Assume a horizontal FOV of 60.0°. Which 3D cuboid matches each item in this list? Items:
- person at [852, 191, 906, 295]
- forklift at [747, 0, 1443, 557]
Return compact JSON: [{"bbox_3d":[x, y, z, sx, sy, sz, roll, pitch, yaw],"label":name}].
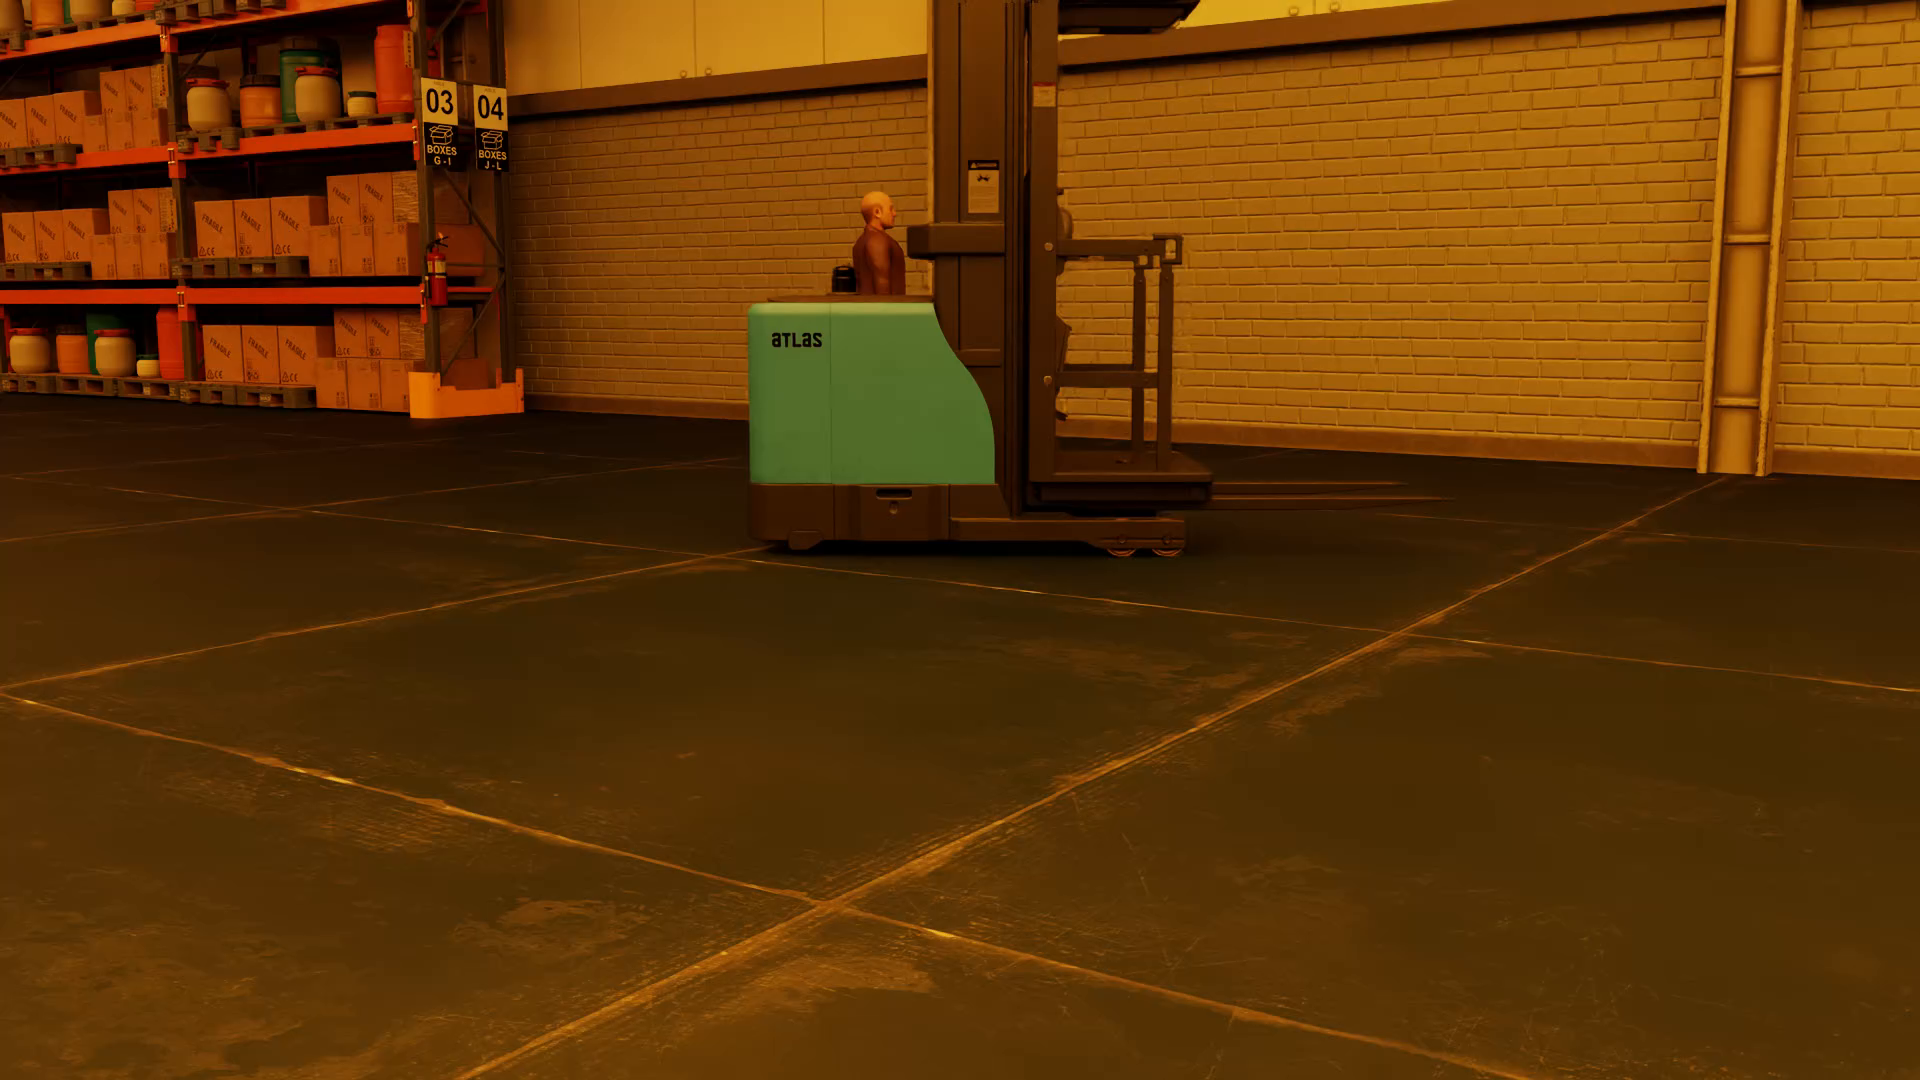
[{"bbox_3d":[-0.482,-1.353,10.788,0.385,1.782,0.549,-3,9,-18],"label":"person"},{"bbox_3d":[0.597,-1.453,7.412,3.031,2.935,1.130,0,8,0],"label":"forklift"}]
